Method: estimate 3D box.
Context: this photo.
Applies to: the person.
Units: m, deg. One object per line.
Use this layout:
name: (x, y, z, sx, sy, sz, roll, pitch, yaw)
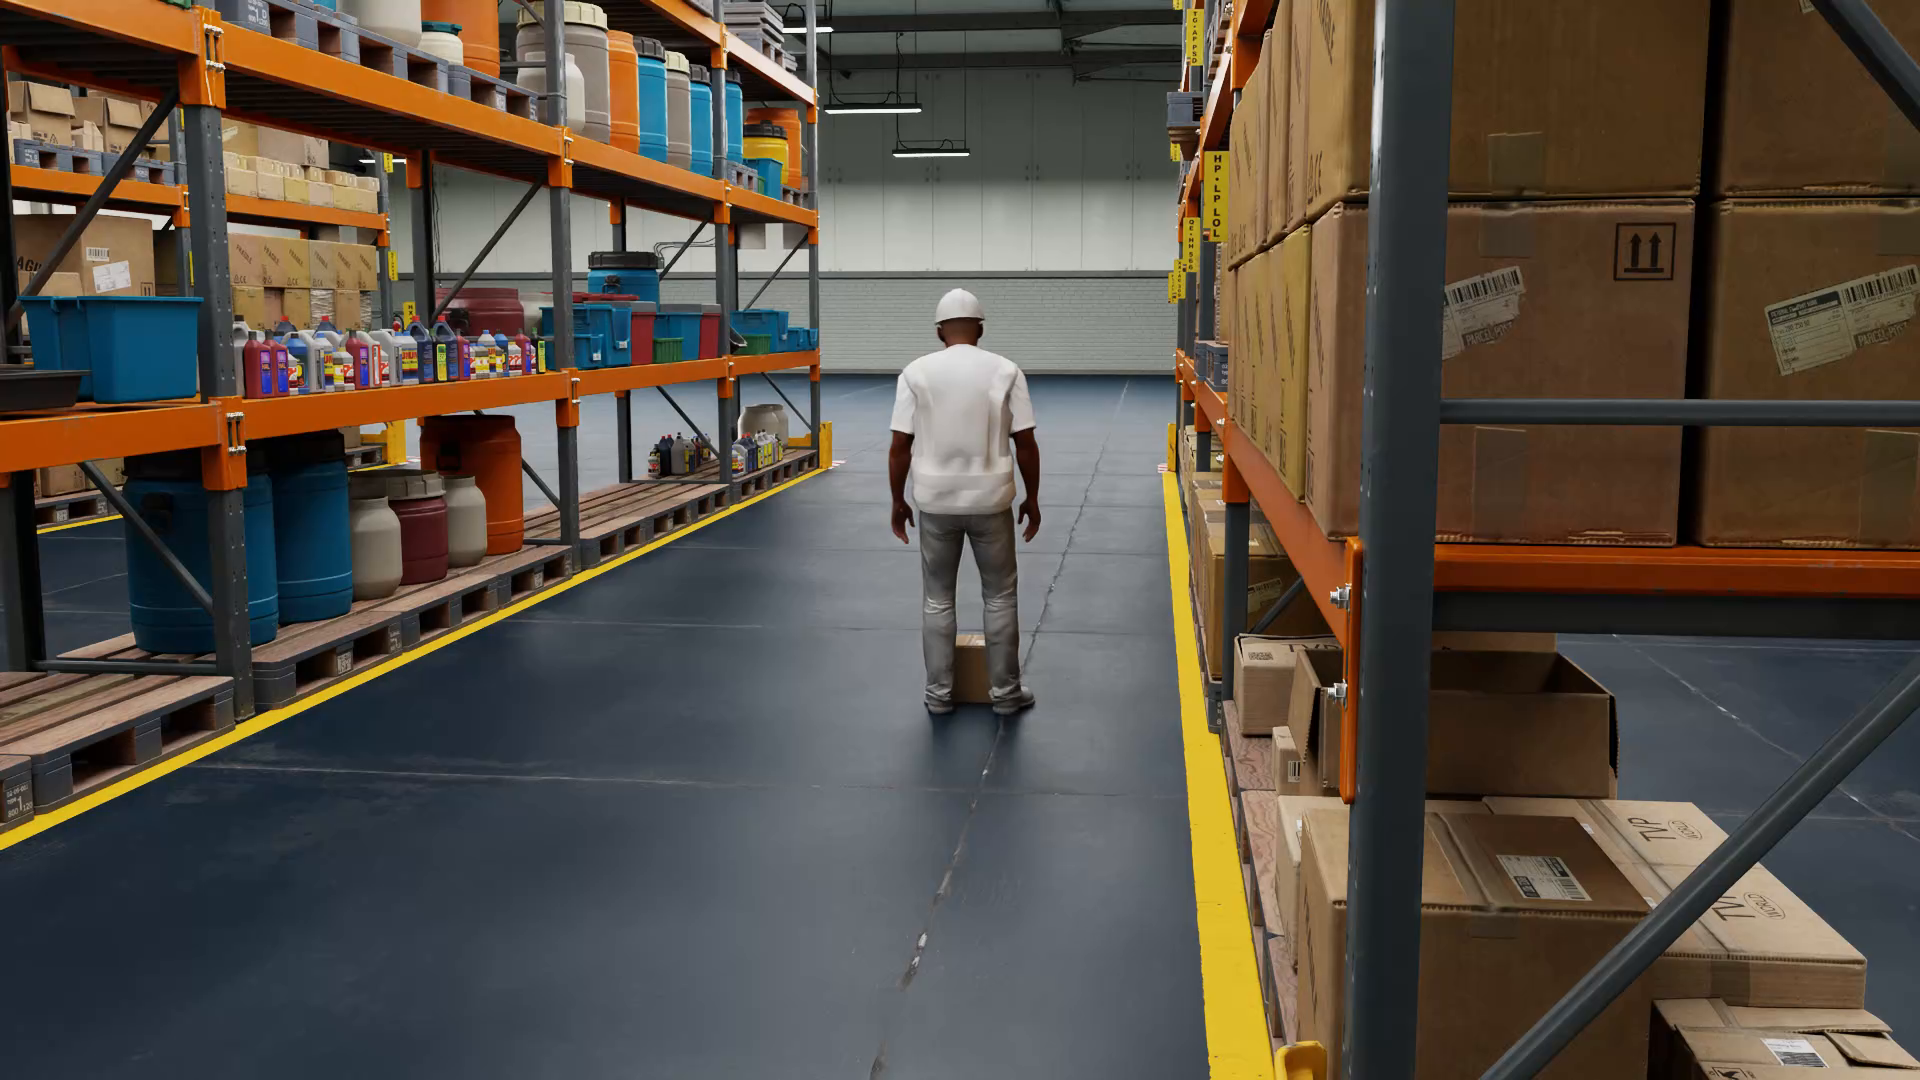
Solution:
person: (0.021, -0.158, 6.921, 0.629, 1.759, 0.460, 1, 8, 4)
